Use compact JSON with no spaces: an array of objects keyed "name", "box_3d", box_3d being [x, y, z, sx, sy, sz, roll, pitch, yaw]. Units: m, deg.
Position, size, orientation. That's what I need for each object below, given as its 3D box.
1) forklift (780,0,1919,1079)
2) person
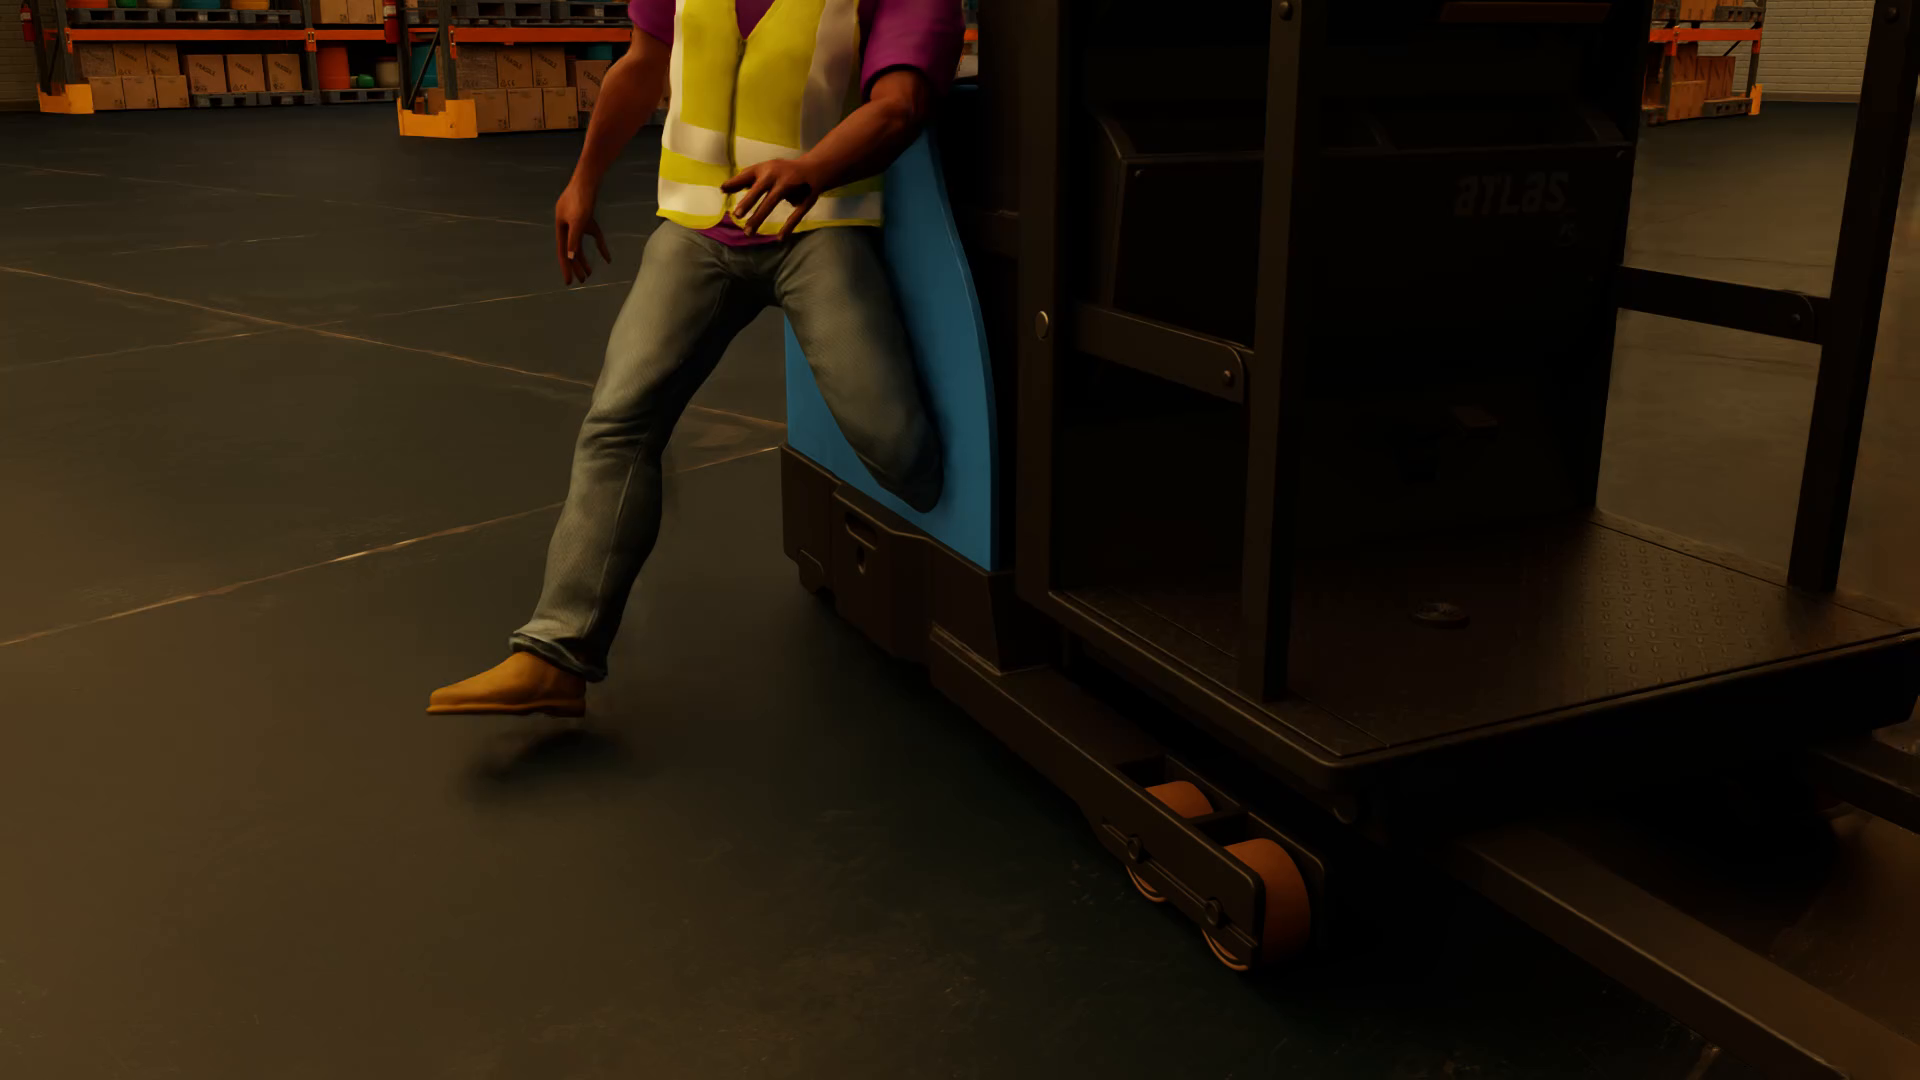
[{"name":"forklift","box_3d":[0.705,-0.996,2.178,1.130,2.935,3.031,-8,19,-24]},{"name":"person","box_3d":[-0.370,-0.501,2.747,0.917,1.613,0.967,7,18,21]}]
